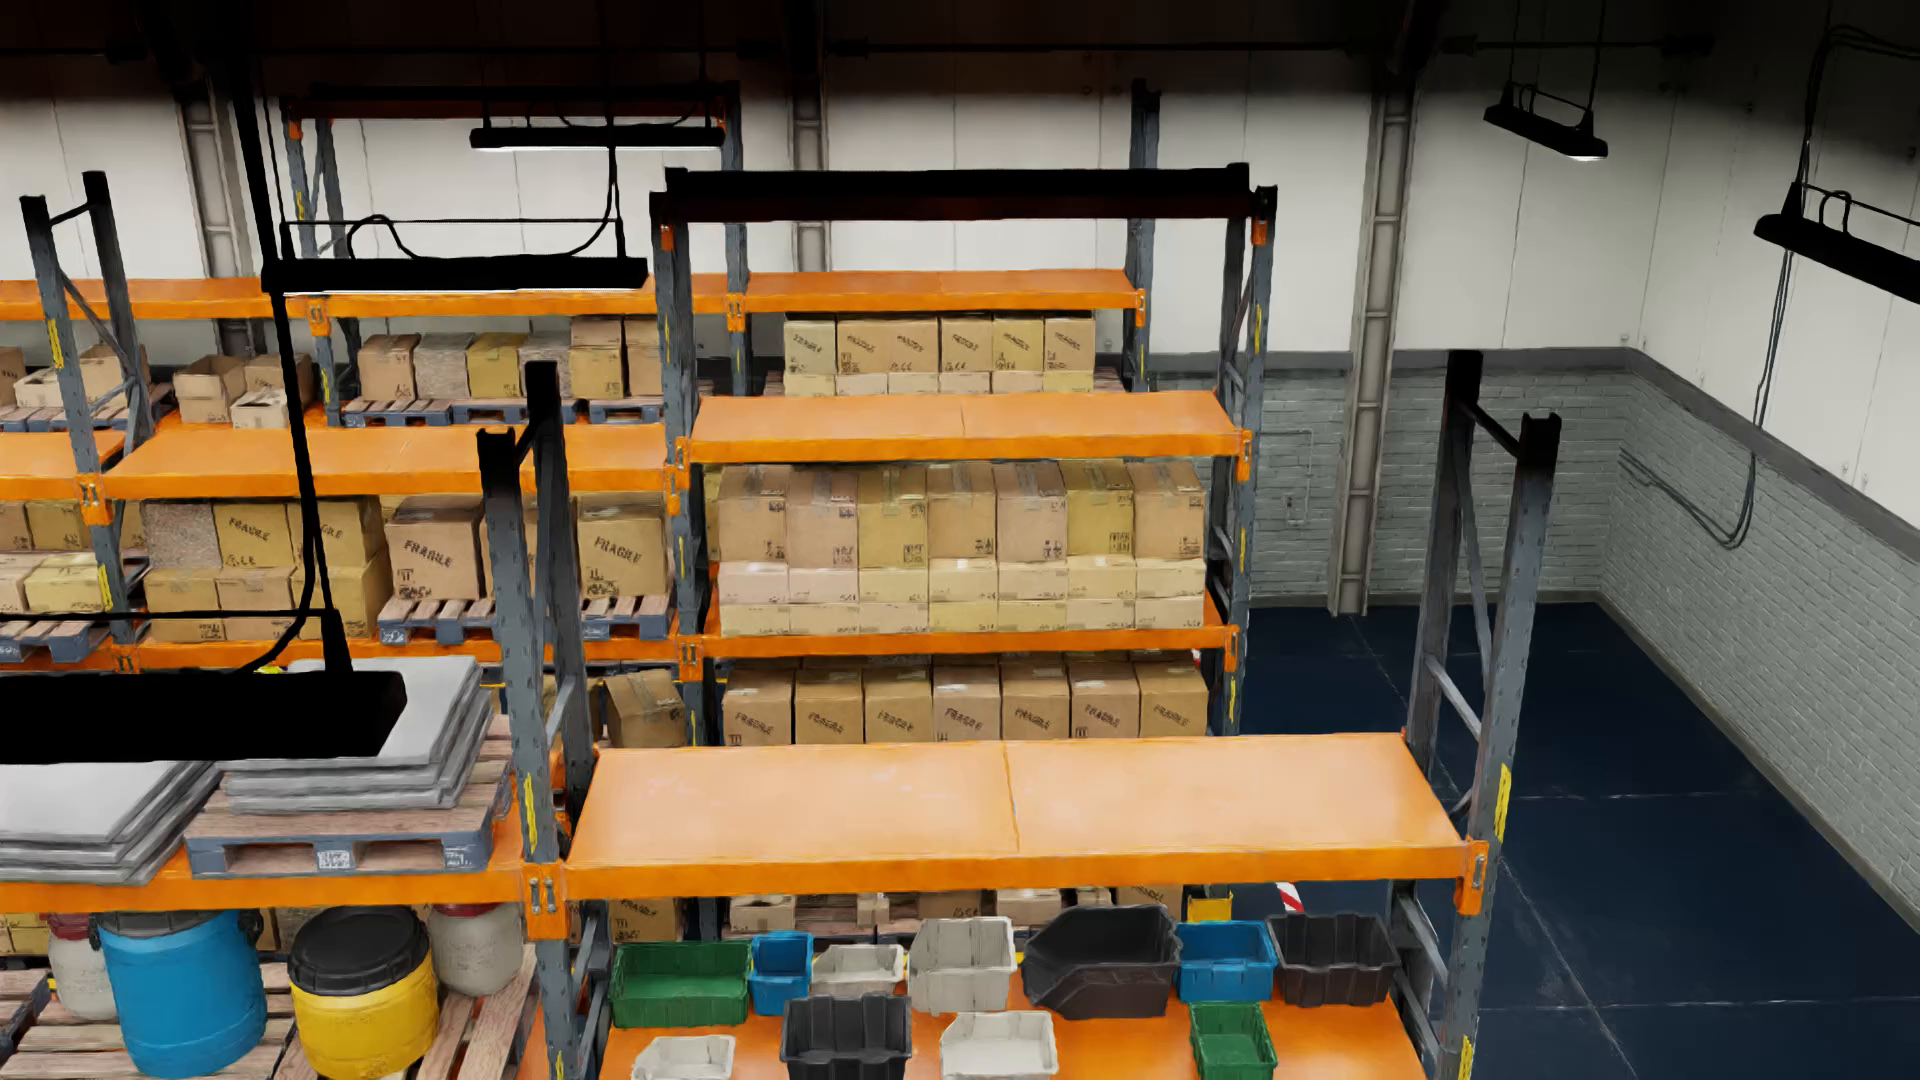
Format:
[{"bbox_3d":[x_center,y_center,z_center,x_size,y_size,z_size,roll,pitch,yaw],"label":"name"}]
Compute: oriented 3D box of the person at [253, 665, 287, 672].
[{"bbox_3d":[-6.177,1.619,14.909,0.578,1.714,0.719,-2,22,-4],"label":"person"}]
